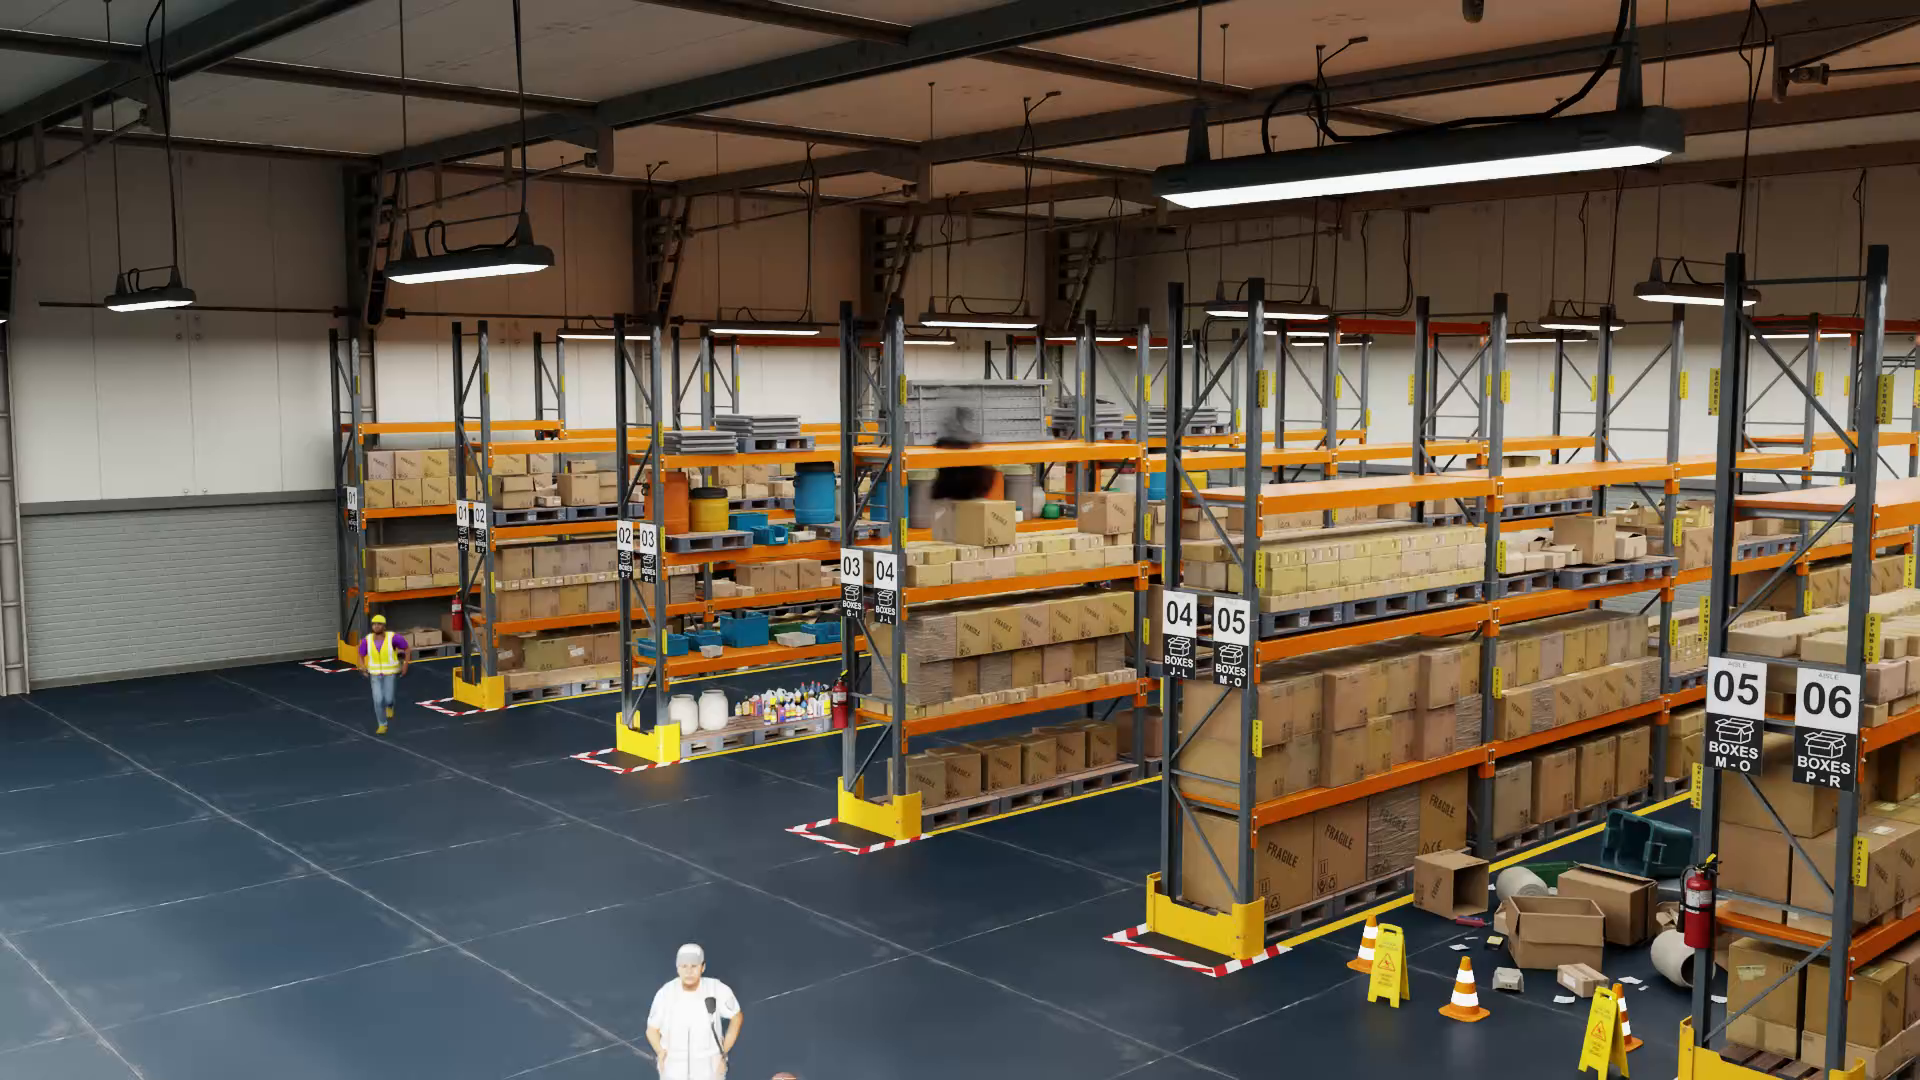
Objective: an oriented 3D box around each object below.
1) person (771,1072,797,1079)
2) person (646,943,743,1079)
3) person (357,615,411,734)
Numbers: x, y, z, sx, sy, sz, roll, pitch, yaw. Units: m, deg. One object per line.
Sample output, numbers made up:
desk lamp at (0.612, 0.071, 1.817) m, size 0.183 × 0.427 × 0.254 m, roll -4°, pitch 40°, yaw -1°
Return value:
person at (-0.855, 3.515, 8.281) m, size 0.643 × 1.795 × 0.802 m, roll 0°, pitch 6°, yaw -2°
person at (-1.668, 3.332, 10.387) m, size 0.599 × 1.621 × 0.557 m, roll 0°, pitch 6°, yaw -2°
person at (-8.348, 1.935, 24.089) m, size 0.726 × 1.729 × 0.666 m, roll -1°, pitch 6°, yaw -9°
